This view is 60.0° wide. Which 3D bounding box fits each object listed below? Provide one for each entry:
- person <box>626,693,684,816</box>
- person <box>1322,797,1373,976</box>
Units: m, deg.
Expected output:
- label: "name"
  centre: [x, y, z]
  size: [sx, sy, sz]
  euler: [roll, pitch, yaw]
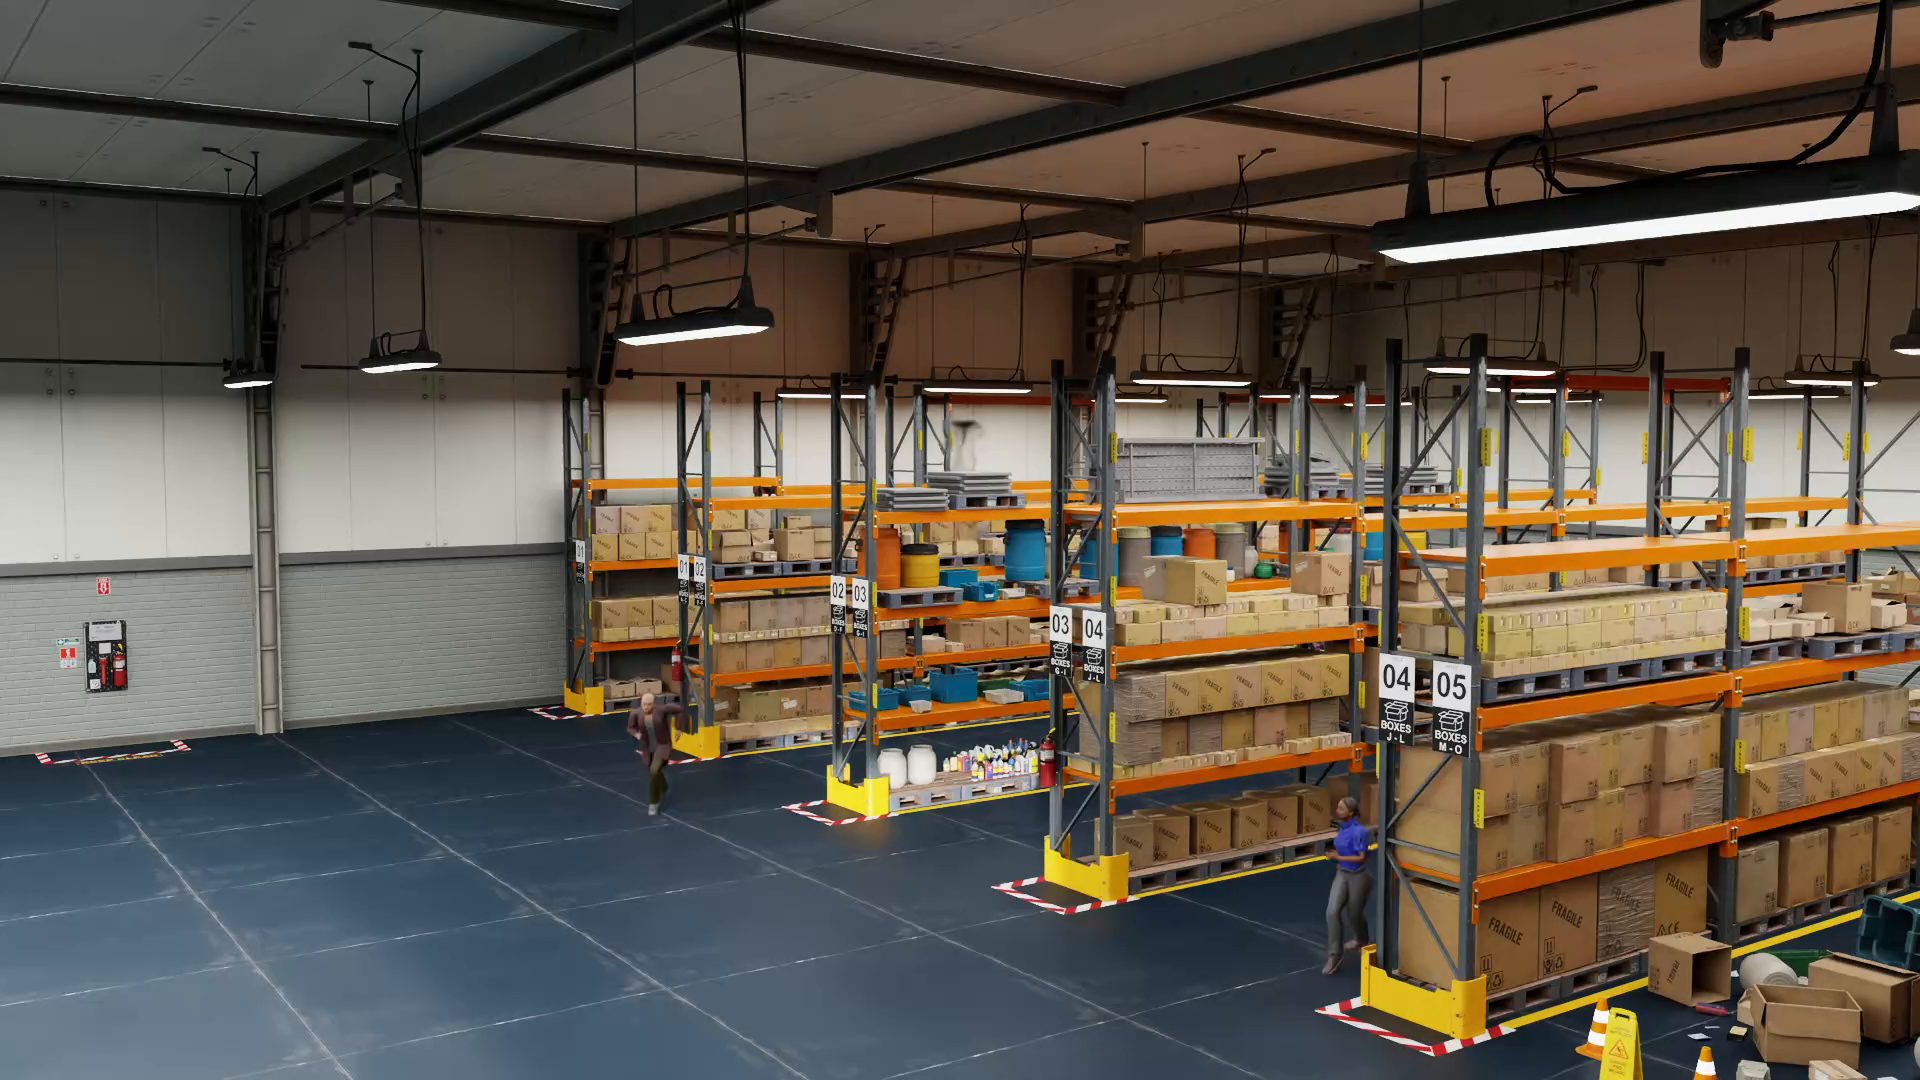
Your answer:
- label: "person"
  centre: [-4.134, 2.899, 22.730]
  size: [0.752, 1.729, 1.072]
  euler: [0, 4, 6]
- label: "person"
  centre: [3.755, 3.317, 16.130]
  size: [0.811, 1.676, 0.641]
  euler: [-2, 4, -31]
